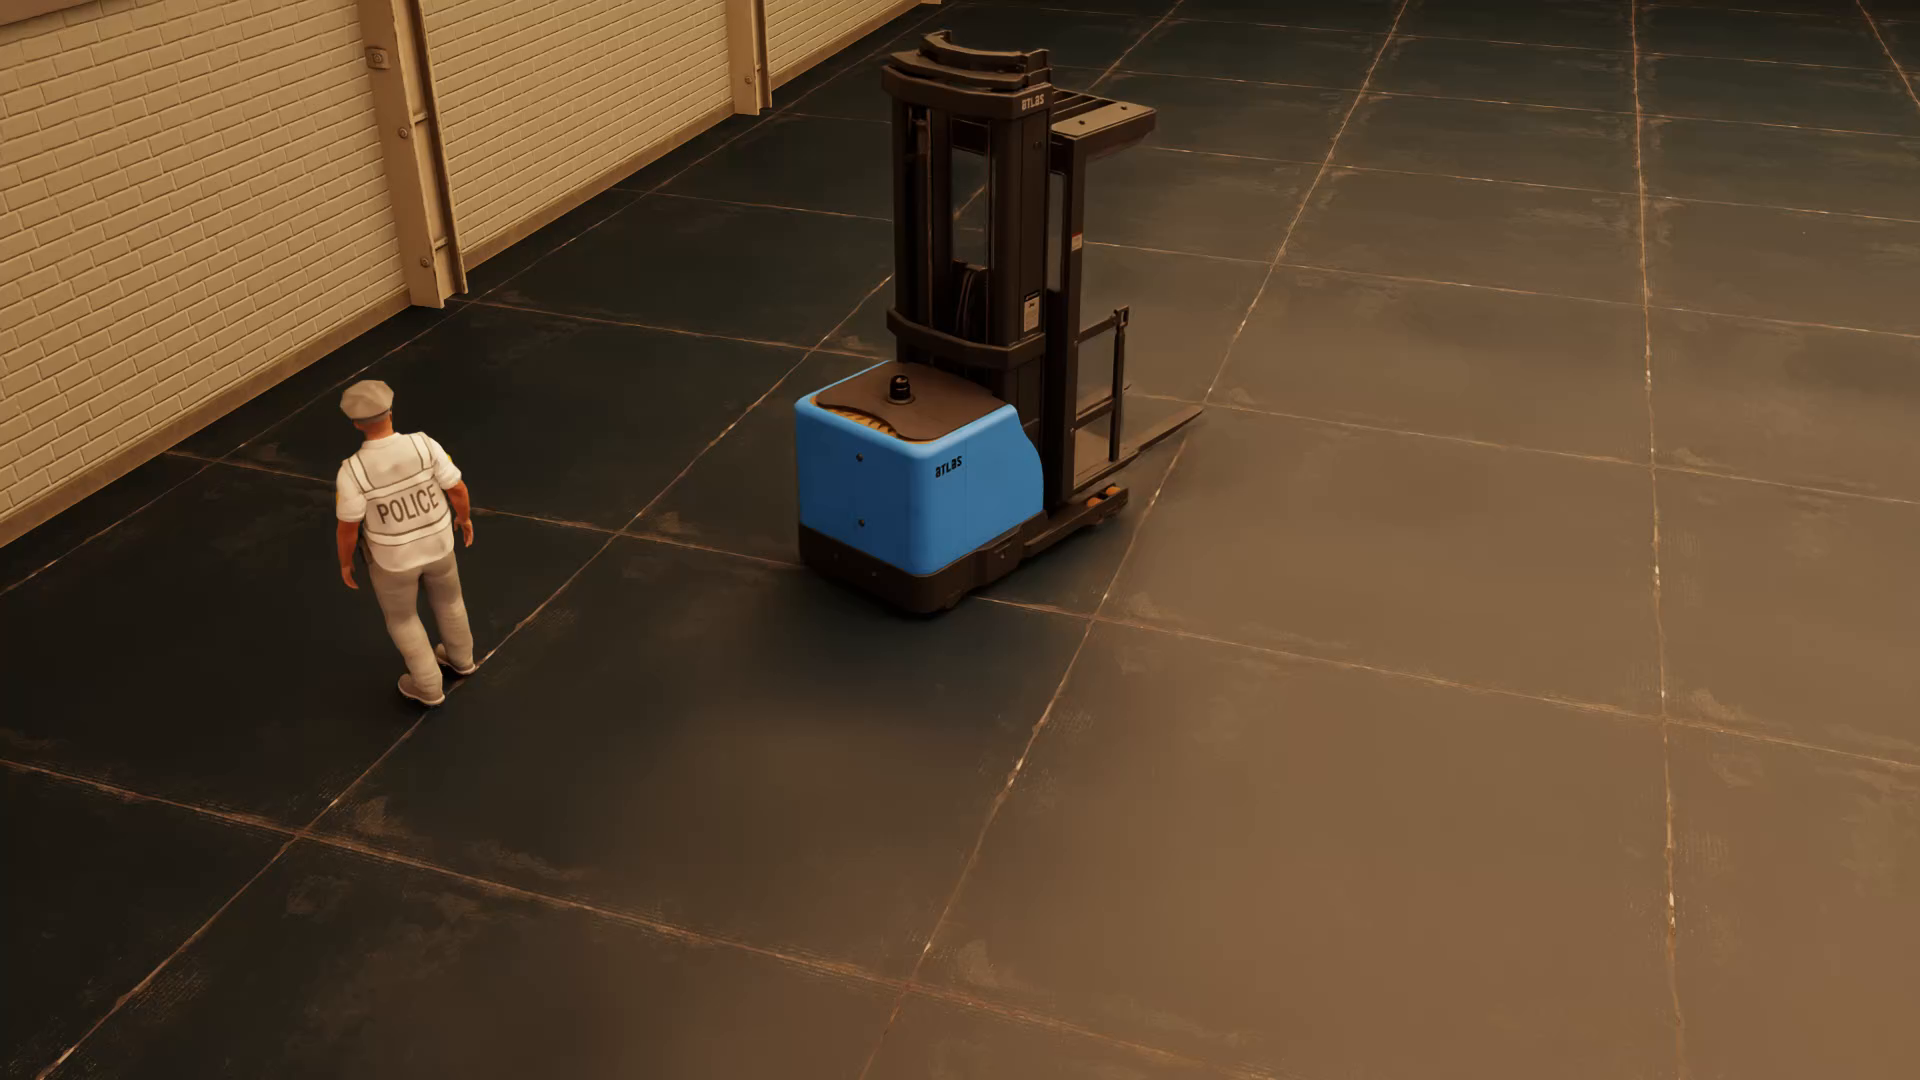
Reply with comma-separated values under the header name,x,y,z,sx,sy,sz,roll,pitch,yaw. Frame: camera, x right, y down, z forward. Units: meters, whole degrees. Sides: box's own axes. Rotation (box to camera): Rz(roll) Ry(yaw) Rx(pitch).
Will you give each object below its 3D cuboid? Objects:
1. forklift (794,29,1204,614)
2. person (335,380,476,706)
name,x,y,z,sx,sy,sz,roll,pitch,yaw
forklift,0.400,-1.515,9.794,1.130,2.935,3.031,23,37,35
person,-2.786,0.002,8.303,0.693,1.772,0.556,-23,37,-34
